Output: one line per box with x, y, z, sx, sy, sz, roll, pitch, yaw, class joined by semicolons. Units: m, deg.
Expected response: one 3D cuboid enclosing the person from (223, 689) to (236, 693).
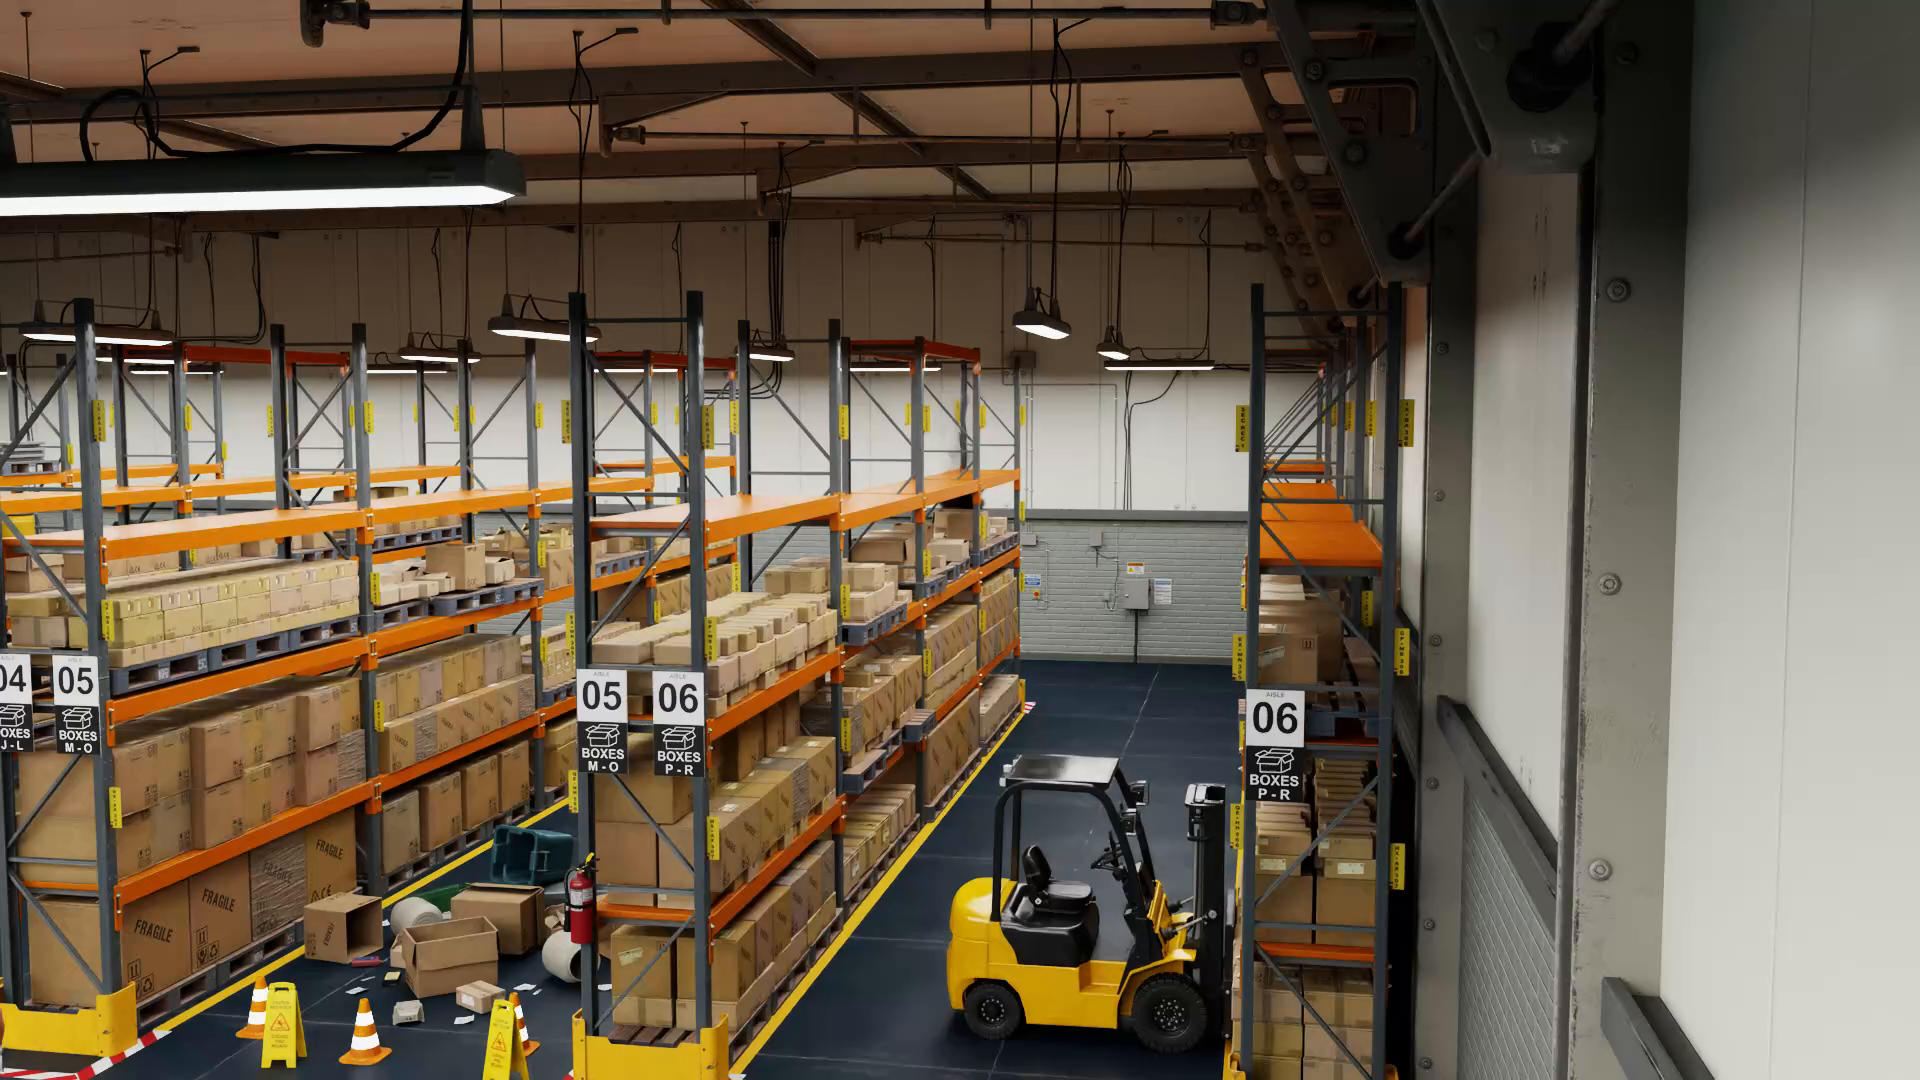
-9.113;2.636;21.087;0.654;1.712;0.817;1;5;15;person

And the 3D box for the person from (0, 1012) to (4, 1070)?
-6.268;3.531;10.238;0.706;1.717;1.013;-3;5;-29;person
